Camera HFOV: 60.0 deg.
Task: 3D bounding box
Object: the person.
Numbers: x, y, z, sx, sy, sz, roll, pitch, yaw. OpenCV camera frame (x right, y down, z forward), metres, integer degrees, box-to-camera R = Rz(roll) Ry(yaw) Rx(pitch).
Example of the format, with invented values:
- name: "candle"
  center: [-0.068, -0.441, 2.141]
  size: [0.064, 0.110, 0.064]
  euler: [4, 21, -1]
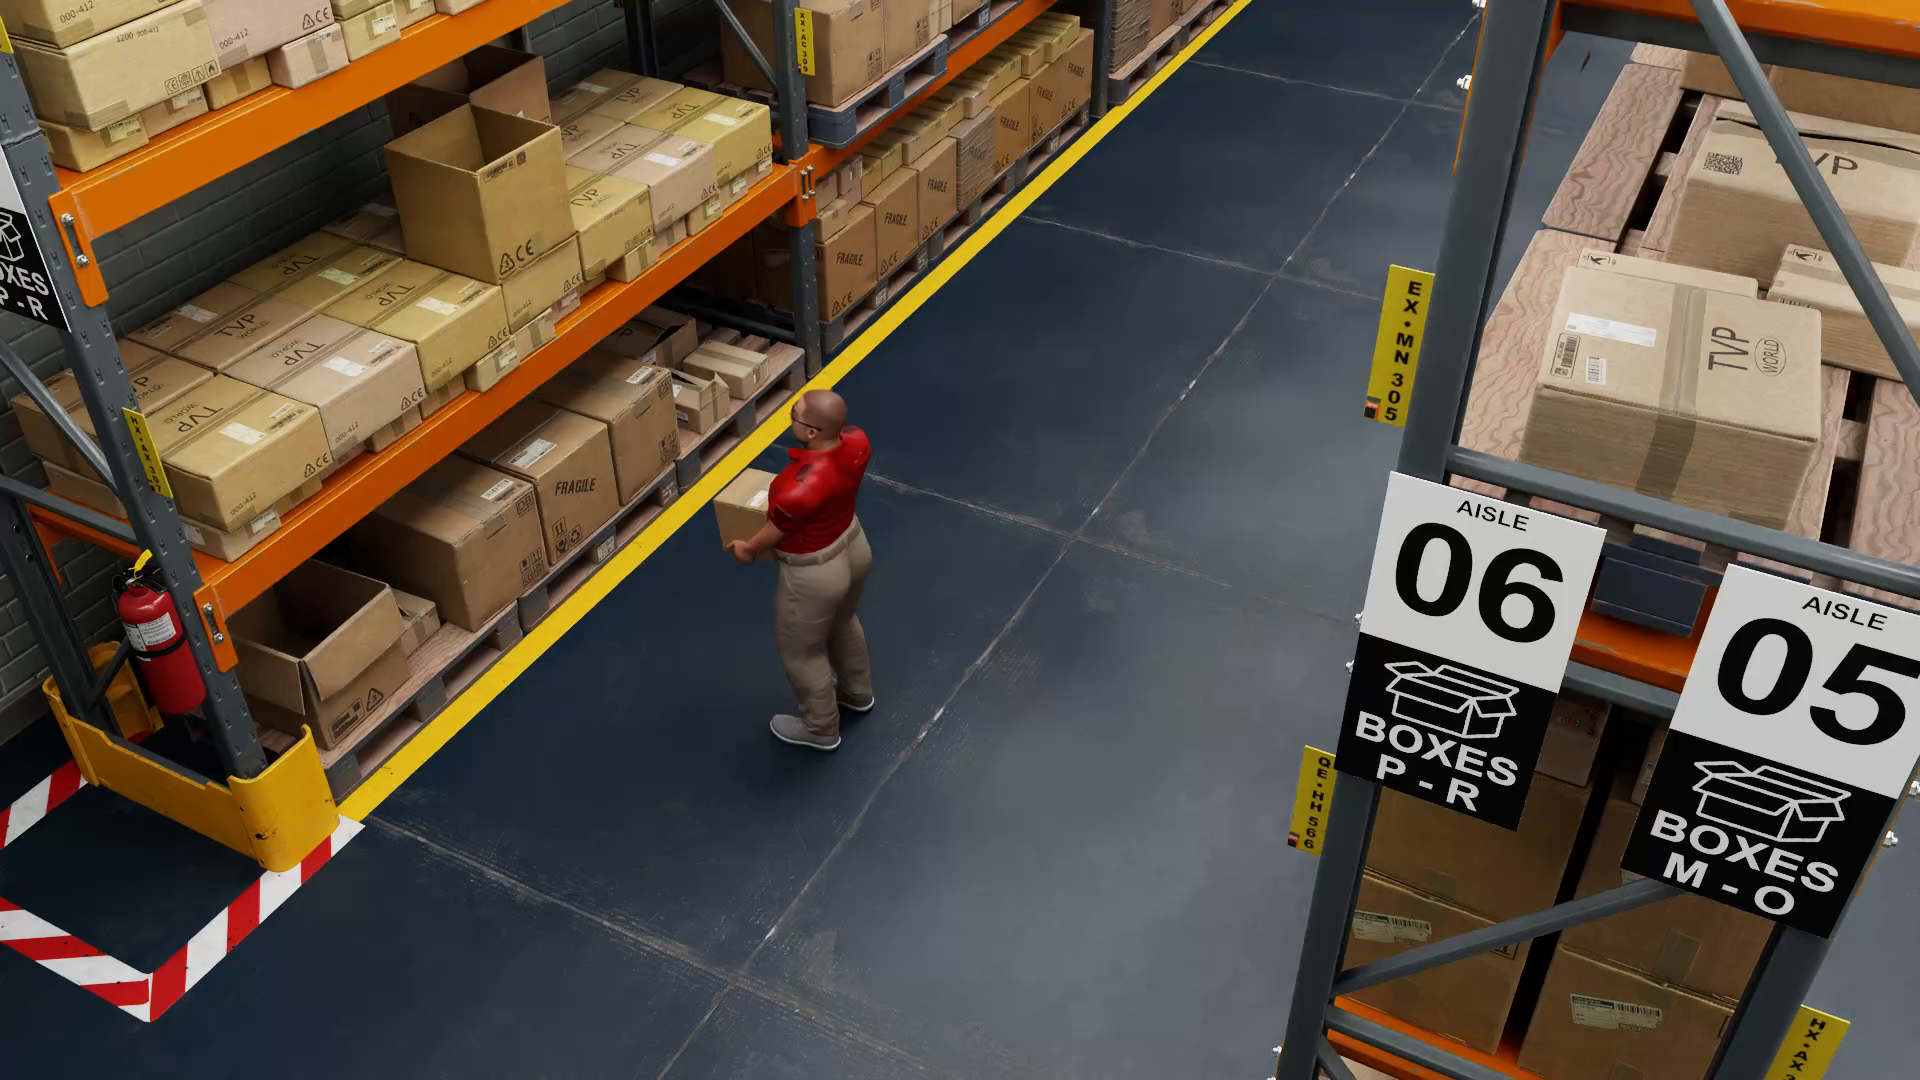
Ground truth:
- name: "person"
  center: [-0.647, 0.086, 6.662]
  size: [0.531, 1.713, 0.494]
  euler: [18, 41, 22]
